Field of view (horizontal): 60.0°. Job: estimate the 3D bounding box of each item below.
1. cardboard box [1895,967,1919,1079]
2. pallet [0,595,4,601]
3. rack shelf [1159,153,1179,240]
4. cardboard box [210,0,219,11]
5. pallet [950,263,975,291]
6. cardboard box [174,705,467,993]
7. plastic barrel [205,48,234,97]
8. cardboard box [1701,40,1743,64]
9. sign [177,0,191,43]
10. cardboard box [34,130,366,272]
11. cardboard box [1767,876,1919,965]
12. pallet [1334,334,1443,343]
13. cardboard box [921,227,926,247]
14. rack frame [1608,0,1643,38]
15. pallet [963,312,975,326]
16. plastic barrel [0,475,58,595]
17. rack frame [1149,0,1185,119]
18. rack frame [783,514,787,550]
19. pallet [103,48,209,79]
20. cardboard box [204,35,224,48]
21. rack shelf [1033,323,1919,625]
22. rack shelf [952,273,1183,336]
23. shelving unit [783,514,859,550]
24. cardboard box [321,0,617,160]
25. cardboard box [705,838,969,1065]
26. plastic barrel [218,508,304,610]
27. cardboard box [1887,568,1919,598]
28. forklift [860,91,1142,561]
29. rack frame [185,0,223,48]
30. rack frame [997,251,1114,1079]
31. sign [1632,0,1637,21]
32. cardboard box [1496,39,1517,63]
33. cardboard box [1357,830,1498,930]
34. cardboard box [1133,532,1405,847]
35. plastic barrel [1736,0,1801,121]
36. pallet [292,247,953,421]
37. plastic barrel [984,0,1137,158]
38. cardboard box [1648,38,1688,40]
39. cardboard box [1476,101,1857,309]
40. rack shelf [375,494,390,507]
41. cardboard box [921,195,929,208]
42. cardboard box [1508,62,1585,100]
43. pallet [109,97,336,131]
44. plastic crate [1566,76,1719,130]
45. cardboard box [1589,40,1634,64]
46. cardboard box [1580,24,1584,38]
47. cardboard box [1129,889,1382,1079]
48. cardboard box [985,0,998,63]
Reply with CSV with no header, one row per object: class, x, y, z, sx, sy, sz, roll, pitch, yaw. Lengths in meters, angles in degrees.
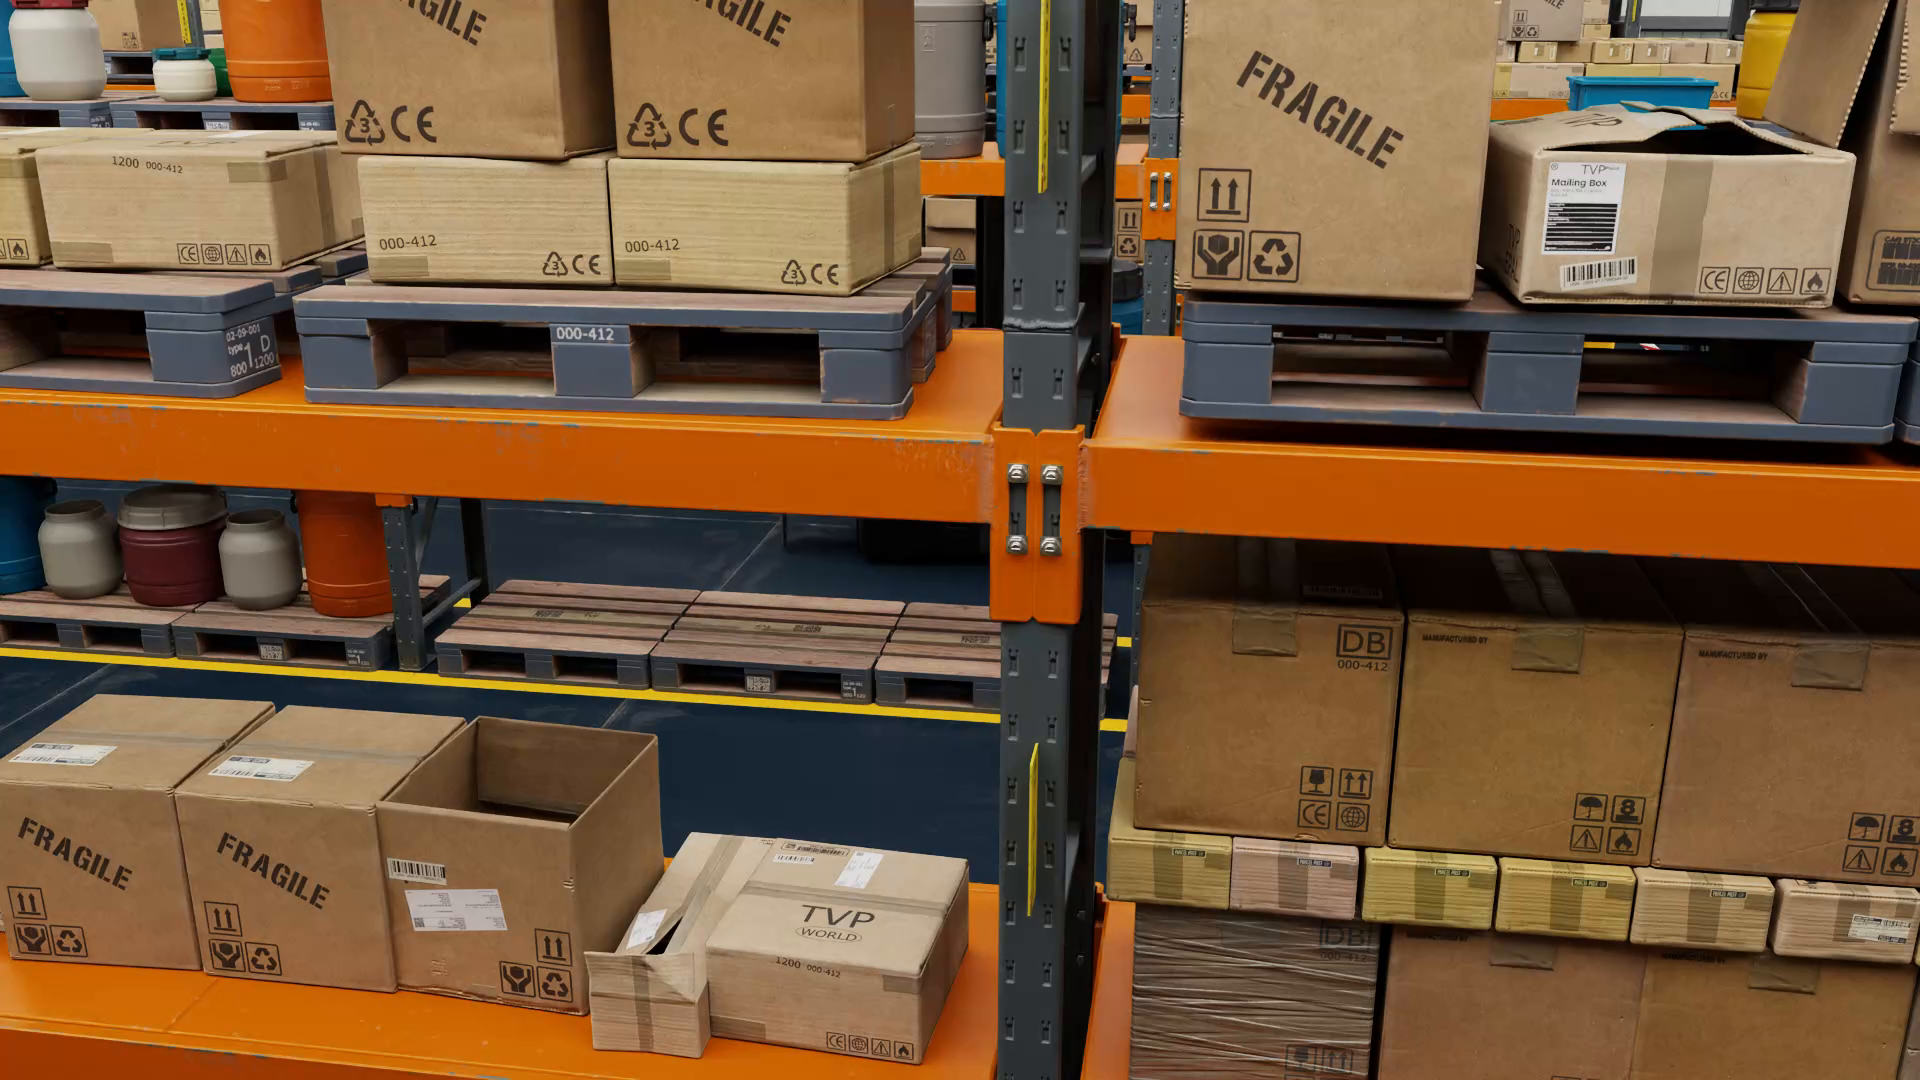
cardboard box,2.179,0.949,3.582,0.500,0.500,0.700,3,19,10
pallet,-6.137,0.320,10.015,1.213,0.211,1.003,3,19,9
rack shelf,2.981,-1.633,7.862,4.000,0.370,1.077,3,19,9
cardboard box,-8.140,-5.979,18.538,0.250,0.149,0.380,3,19,9
pallet,-0.196,-2.227,13.535,1.213,0.211,1.003,3,19,9
cardboard box,-1.553,0.757,4.157,0.500,0.500,0.500,3,19,9
plastic barrel,-3.952,-2.527,8.983,0.294,0.245,0.294,0,18,0
cardboard box,5.418,-3.459,11.794,0.250,0.149,0.380,3,19,9
sign,-6.193,-4.138,13.275,0.005,0.325,0.100,3,19,9
cardboard box,-1.661,-0.766,3.713,0.500,0.250,0.500,1,19,4
cardboard box,1.725,0.682,3.356,0.250,0.149,0.380,2,19,7
pallet,4.625,-2.307,17.864,1.213,0.211,1.003,3,19,9
cardboard box,-0.539,-2.377,13.253,0.500,0.250,0.500,2,19,7
rack frame,6.628,-6.396,16.237,0.127,3.000,1.000,3,19,9
pallet,0.697,-2.506,18.460,1.213,0.211,1.003,3,19,9
plastic barrel,-5.658,-0.190,9.790,0.708,0.901,0.600,3,19,9
rack frame,1.007,-3.497,7.572,0.127,3.000,1.000,3,19,9
rack frame,-1.176,-0.540,11.026,0.015,1.200,0.240,-1,19,-3
pallet,-6.912,-4.031,14.036,1.213,0.211,1.003,3,19,9
cardboard box,-8.247,-5.577,18.754,0.500,0.250,0.500,4,19,10
rack shelf,2.192,-0.081,3.224,4.000,0.370,1.077,3,19,9
rack shelf,-0.182,-1.963,13.577,4.000,0.370,1.077,3,19,9
shelving unit,-0.933,-0.545,11.040,0.503,1.200,0.258,-1,19,-3
cardboard box,-0.951,-1.071,3.443,0.500,0.500,0.500,5,19,14
cardboard box,-0.276,0.960,3.944,0.500,0.250,0.500,4,19,12
plastic barrel,-4.000,0.108,9.513,0.421,0.512,0.421,0,18,0
cardboard box,2.143,0.333,3.378,0.500,0.500,0.700,3,19,9
forklift,0.834,-1.420,10.928,3.031,2.935,1.130,-1,19,-3
rack frame,-6.106,-5.451,13.413,0.127,3.000,1.000,3,19,9
rack frame,0.217,0.900,3.887,0.127,3.000,1.000,3,19,9
sign,6.529,-5.187,16.079,0.005,0.325,0.100,3,19,9
cardboard box,3.871,-3.555,12.082,0.250,0.149,0.380,2,19,6
cardboard box,0.955,0.644,3.472,0.250,0.149,0.380,2,19,7
cardboard box,0.657,0.257,3.604,0.500,0.500,0.700,3,19,9
plastic barrel,3.810,-2.179,7.403,0.600,0.588,0.600,0,18,0
pallet,-0.655,-0.472,3.562,1.217,0.209,0.805,2,19,6
plastic barrel,0.470,-2.270,7.842,0.708,0.901,0.600,3,19,9
cardboard box,5.266,-3.672,12.432,0.250,0.149,0.380,3,19,10
cardboard box,1.206,-0.611,2.932,0.500,0.311,0.500,2,19,6
rack shelf,-4.917,-0.613,9.541,4.000,0.370,1.077,3,19,9
cardboard box,-0.368,-3.869,17.982,0.500,0.500,0.500,3,19,8
cardboard box,4.227,-3.351,12.100,0.500,0.250,0.500,3,19,10
pallet,-3.682,-2.255,8.887,1.213,0.211,1.003,3,19,9
plastic crate,3.026,-1.867,7.454,0.575,0.384,0.392,3,19,9
cardboard box,4.641,-3.493,11.897,0.250,0.149,0.380,3,19,9
cardboard box,5.998,-5.025,16.442,0.250,0.149,0.380,3,19,9
cardboard box,0.657,0.873,3.810,0.500,0.500,0.700,2,19,7
cardboard box,0.414,-3.976,12.907,0.637,0.503,0.797,4,19,11
